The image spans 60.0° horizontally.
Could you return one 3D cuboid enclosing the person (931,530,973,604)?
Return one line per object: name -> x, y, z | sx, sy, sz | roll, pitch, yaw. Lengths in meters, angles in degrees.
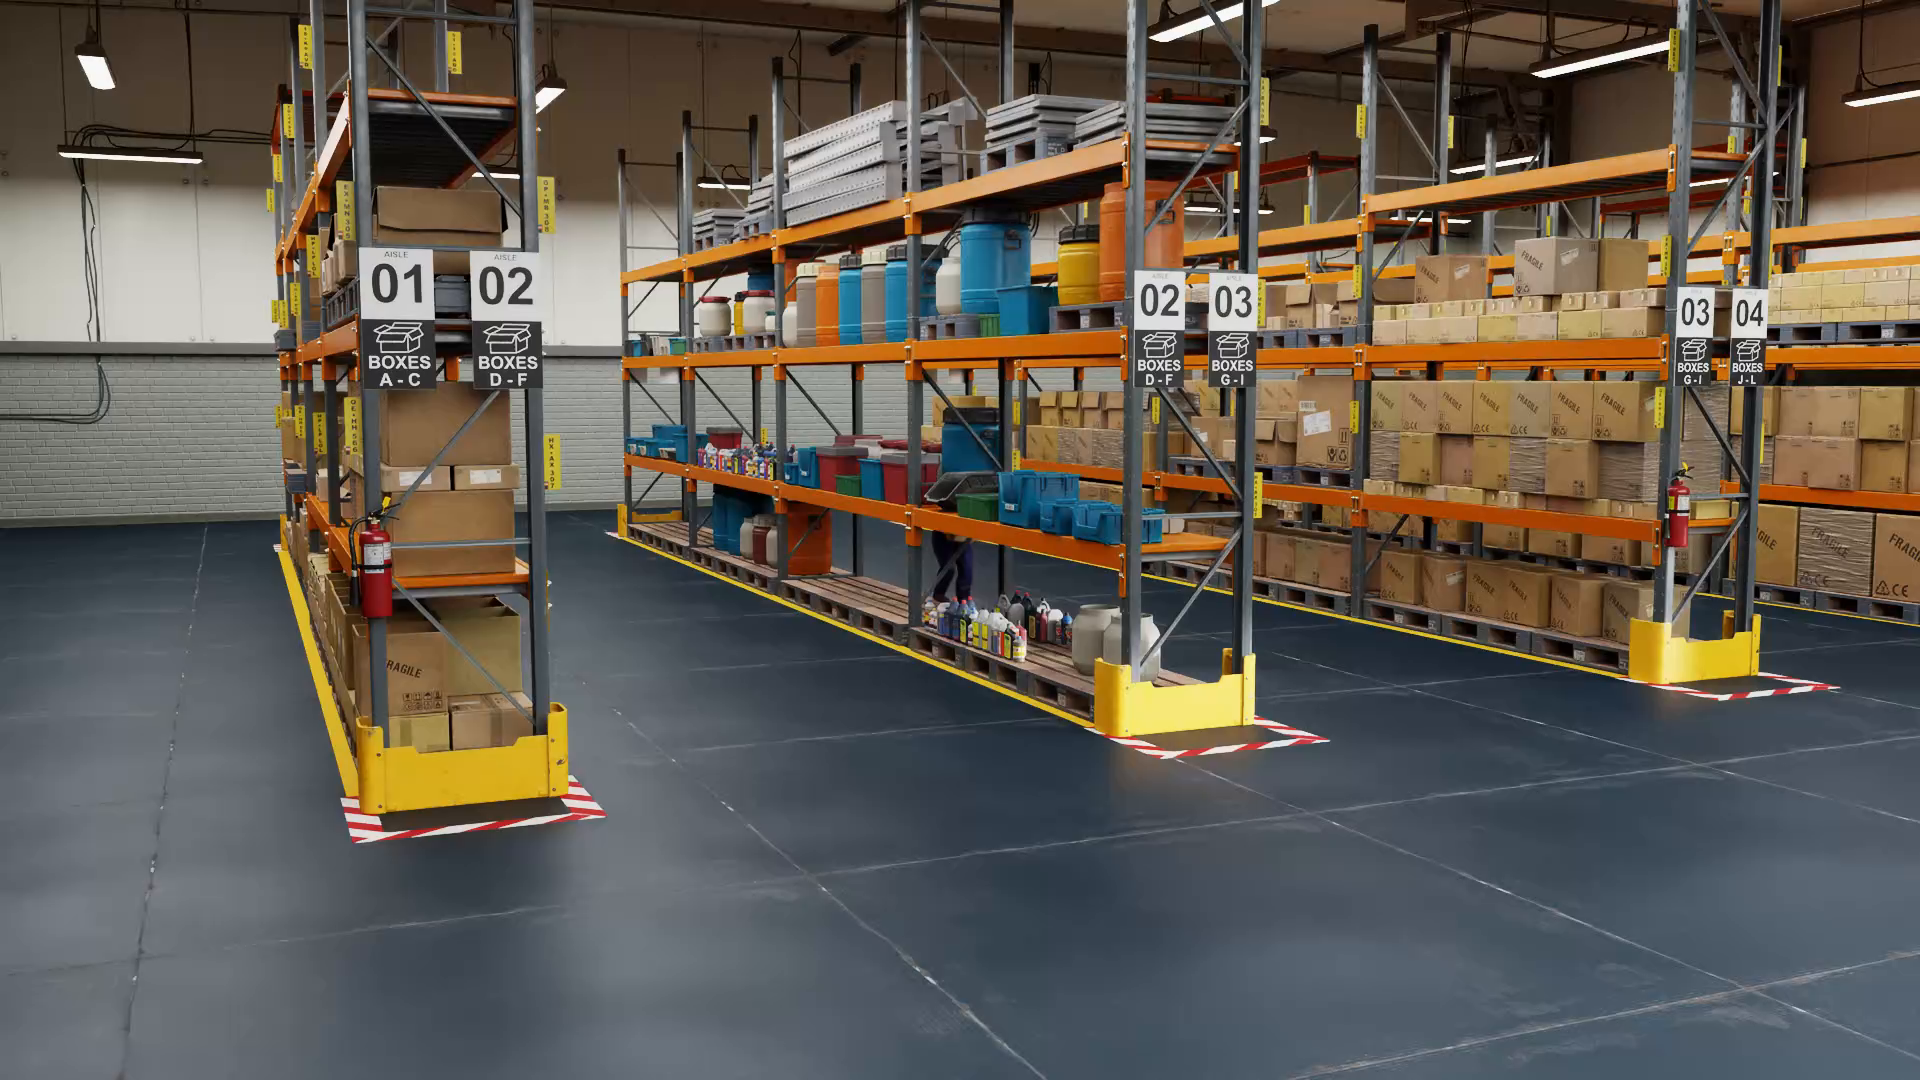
person -> -0.054, 0.030, 16.998 | 0.445, 1.601, 0.558 | -2, 6, -22
